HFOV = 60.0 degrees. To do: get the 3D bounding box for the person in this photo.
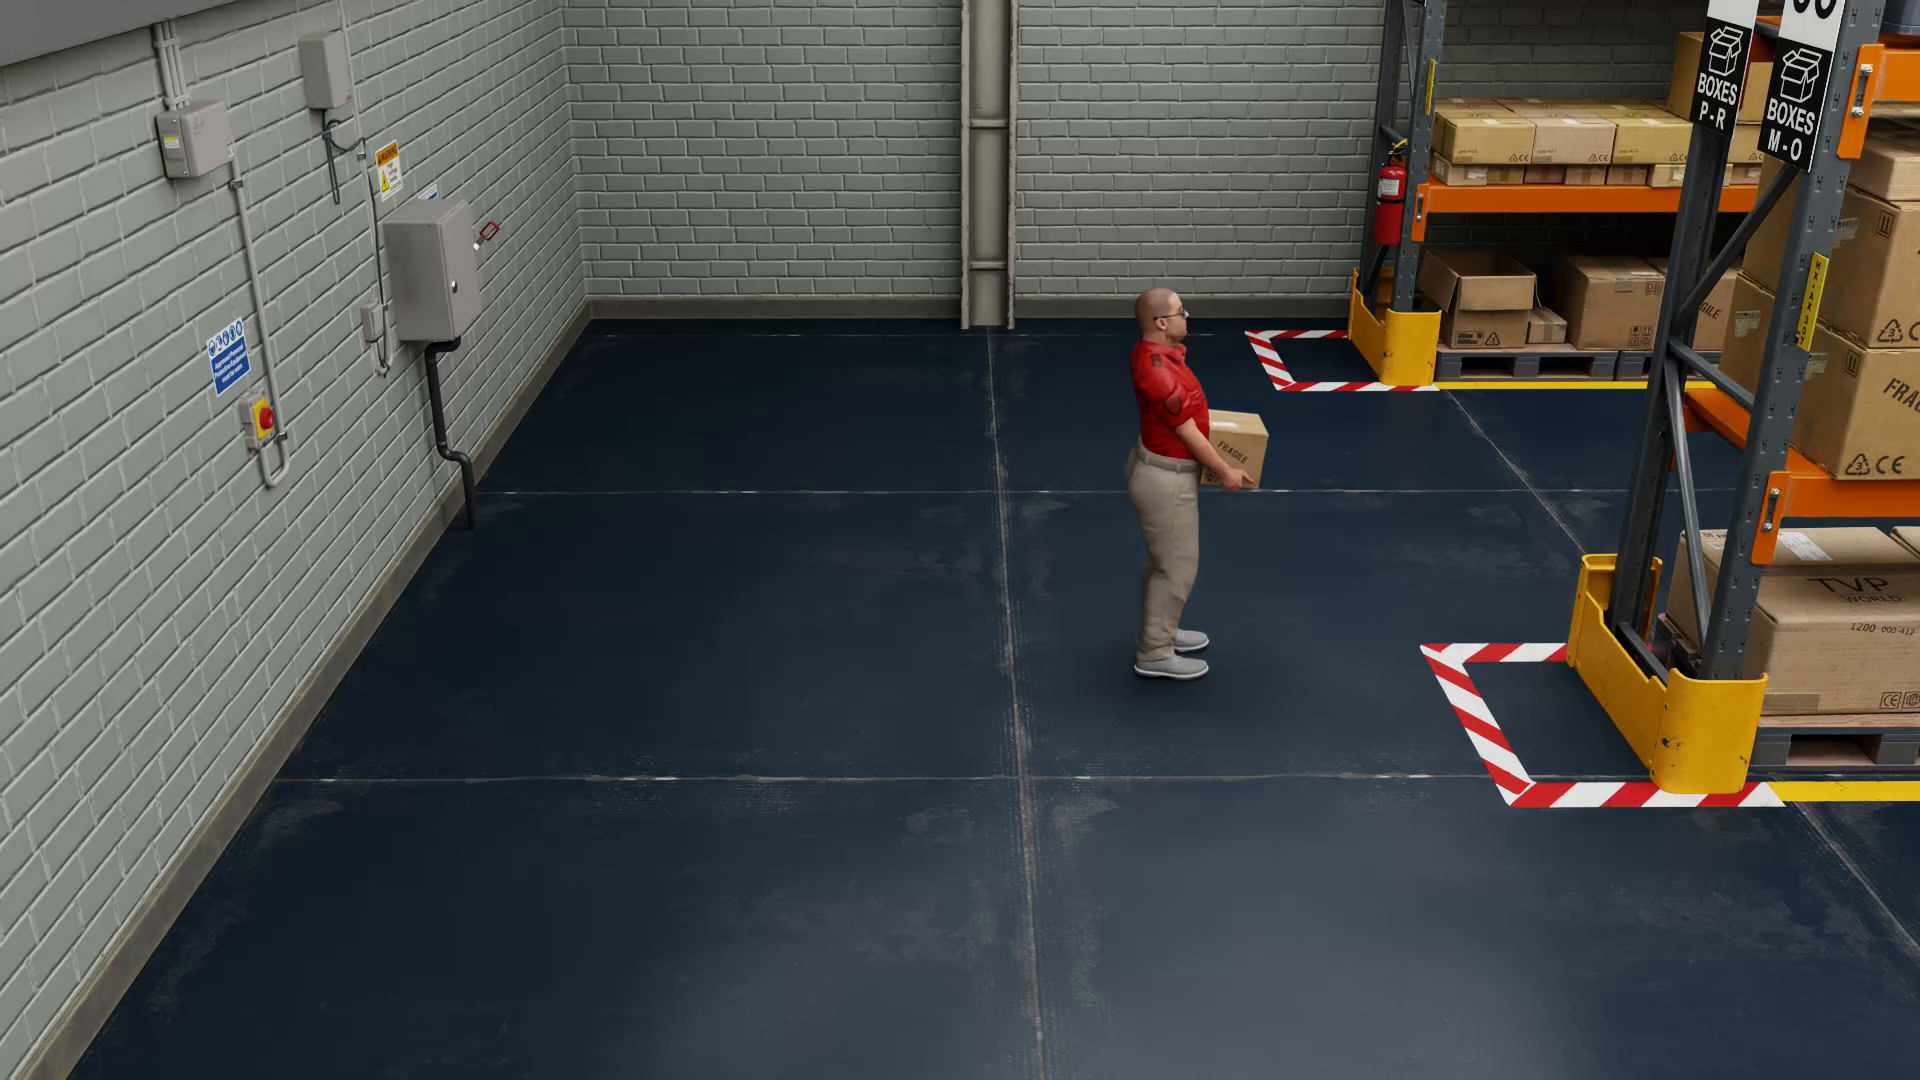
[{"bbox_3d":[0.980,-0.254,7.205,0.529,1.713,0.494,0,24,0],"label":"person"}]
